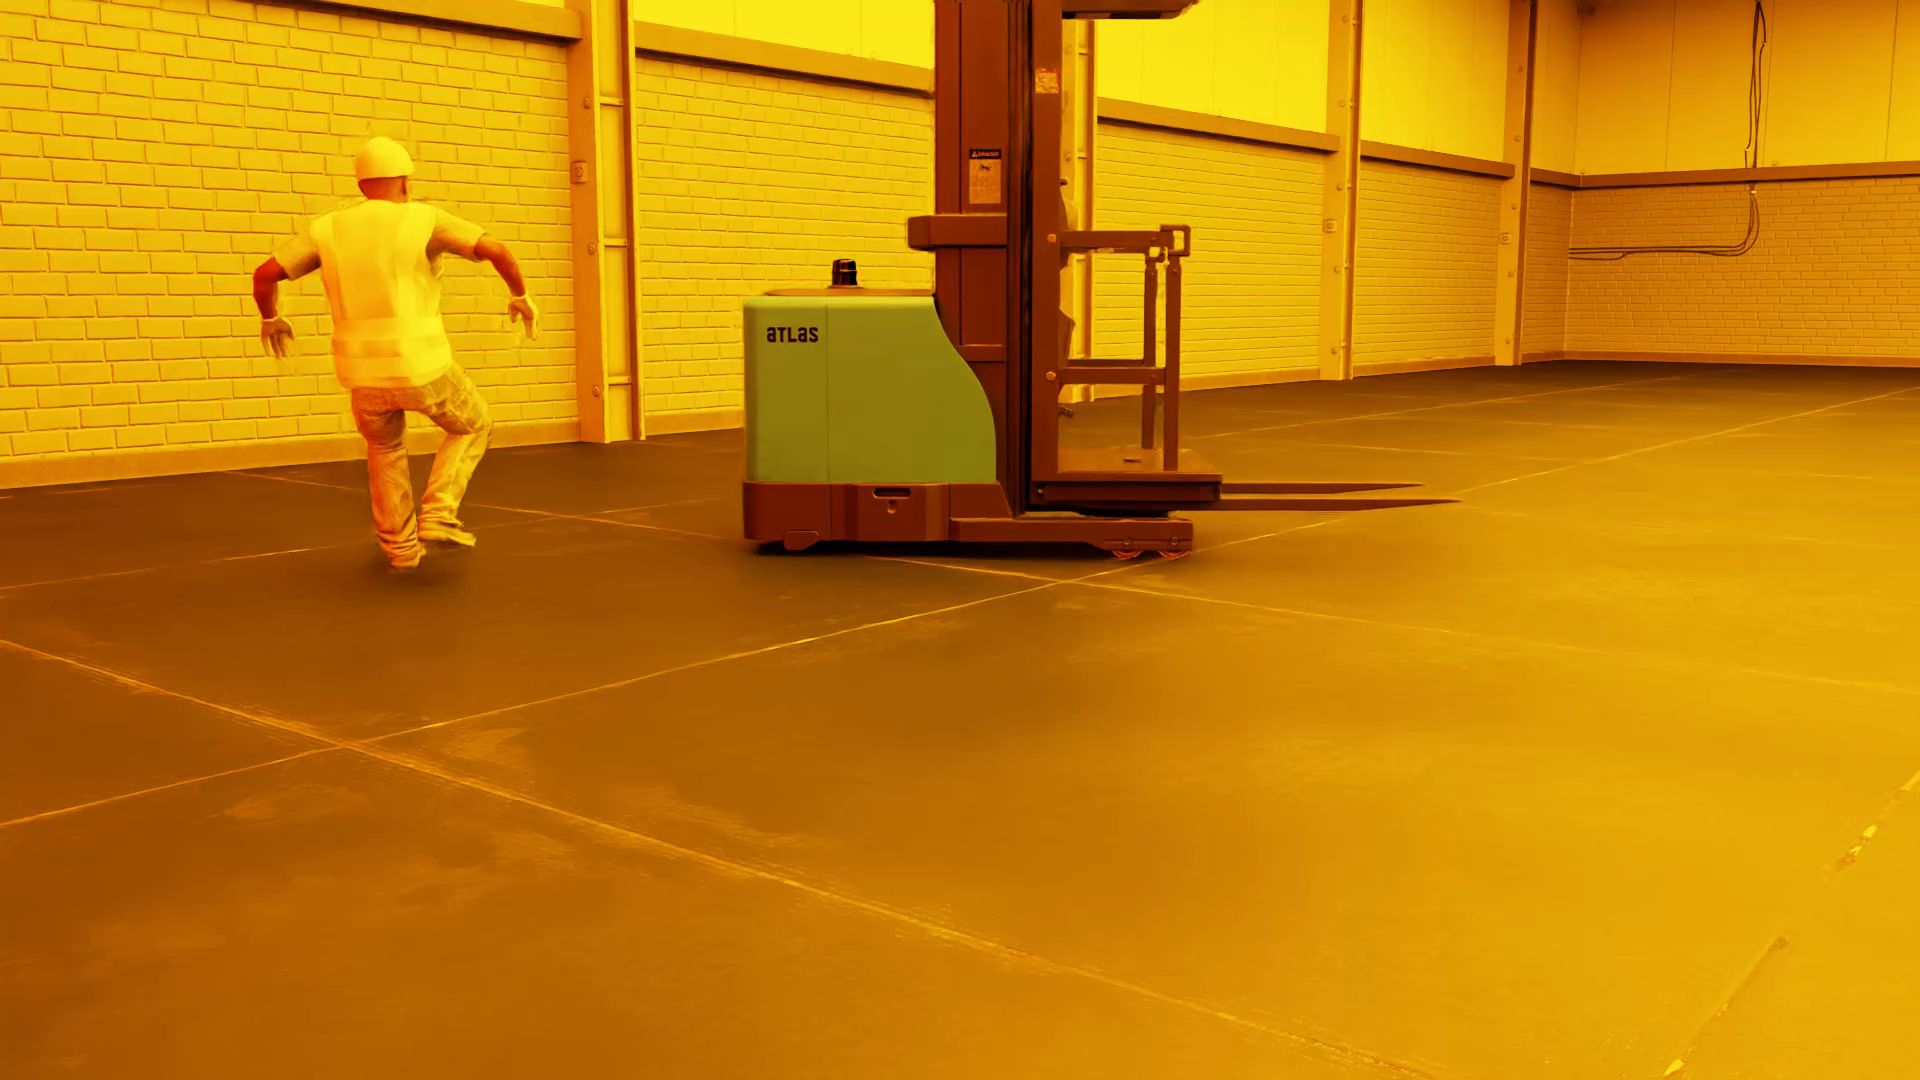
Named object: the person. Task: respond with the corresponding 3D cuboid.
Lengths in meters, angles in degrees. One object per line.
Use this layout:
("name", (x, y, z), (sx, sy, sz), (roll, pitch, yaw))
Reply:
("person", (-2.153, -0.695, 6.445), (1.053, 1.671, 0.694), (1, 8, 7))

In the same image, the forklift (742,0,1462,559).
("forklift", (0.611, -1.449, 7.185), (3.031, 2.935, 1.130), (0, 8, 1))
